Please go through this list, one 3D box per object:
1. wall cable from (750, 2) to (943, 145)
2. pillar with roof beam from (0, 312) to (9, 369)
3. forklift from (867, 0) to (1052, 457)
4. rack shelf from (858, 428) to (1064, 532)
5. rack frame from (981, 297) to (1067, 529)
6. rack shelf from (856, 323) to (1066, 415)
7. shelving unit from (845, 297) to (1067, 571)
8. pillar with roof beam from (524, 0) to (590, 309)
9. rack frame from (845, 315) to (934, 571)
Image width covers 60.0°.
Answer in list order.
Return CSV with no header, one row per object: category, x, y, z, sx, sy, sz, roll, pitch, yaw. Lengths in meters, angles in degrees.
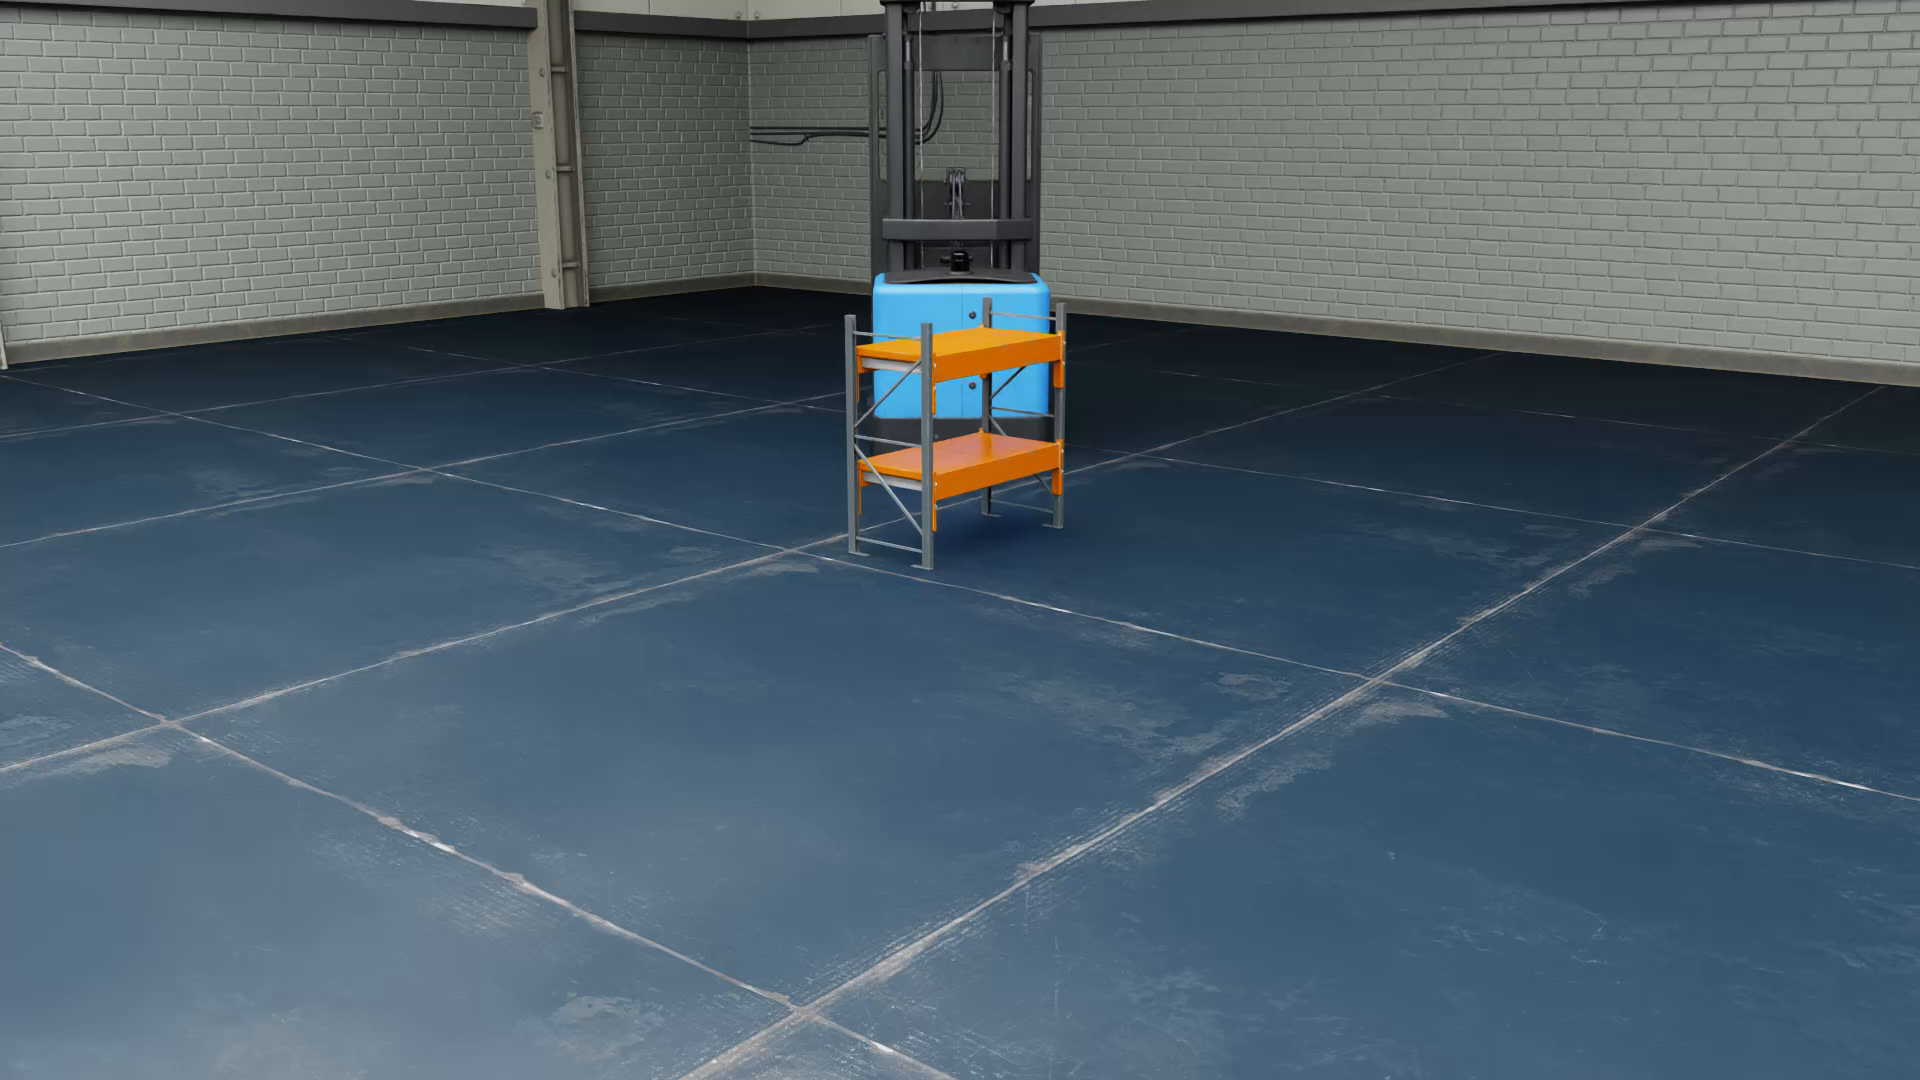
wall cable,-1.408,-5.758,18.818,3.097,2.526,0.112,11,18,38
pillar with roof beam,-4.711,-5.088,9.874,9.100,9.000,0.400,11,18,38
forklift,-0.040,-2.199,10.828,1.130,2.935,3.031,-1,14,-2
rack shelf,-0.004,-0.307,8.040,0.538,0.278,1.000,11,18,38
rack frame,0.315,-0.641,8.363,0.500,1.125,0.032,11,18,38
rack shelf,-0.004,-0.828,7.907,0.538,0.278,1.000,11,18,38
shelving unit,-0.004,-0.544,7.979,0.538,1.125,1.048,11,18,38
pillar with roof beam,-0.940,-6.237,14.398,9.100,9.000,0.400,11,18,38
rack frame,-0.324,-0.447,7.596,0.500,1.125,0.032,11,18,38
